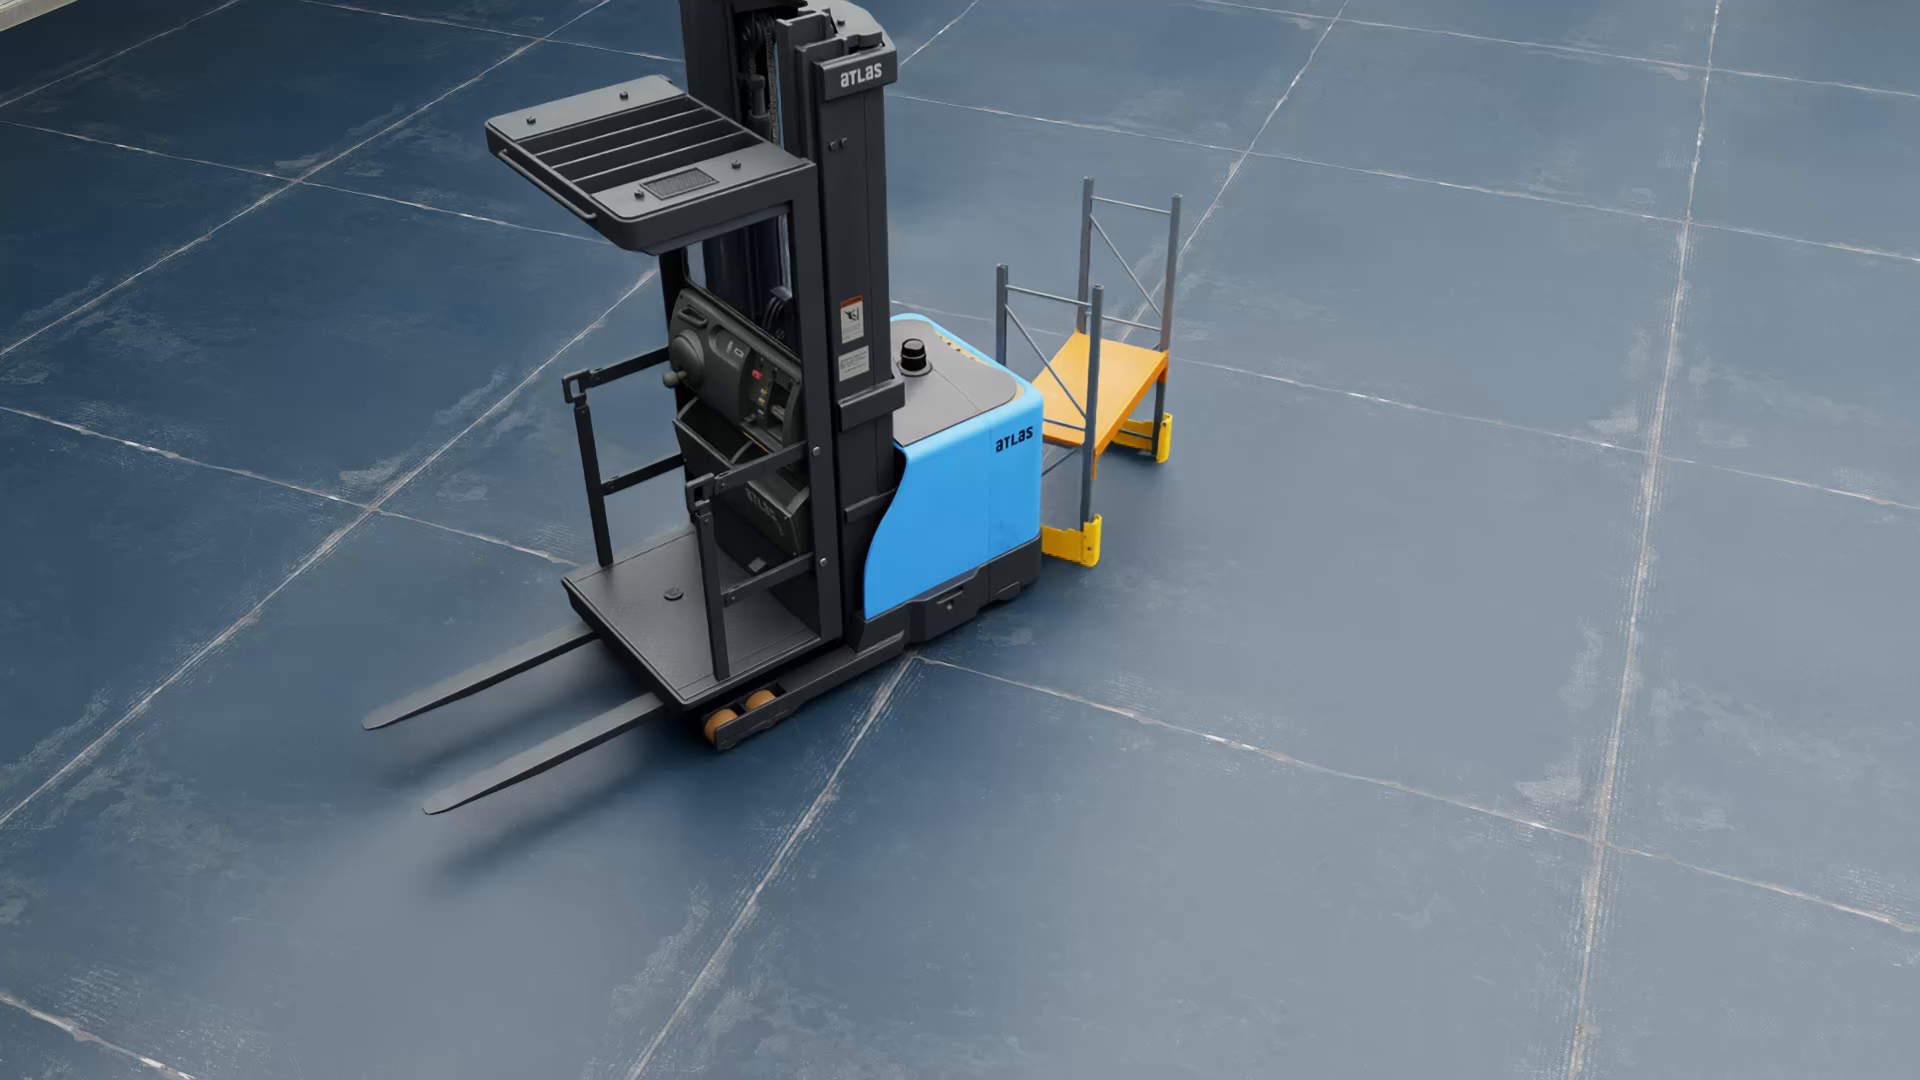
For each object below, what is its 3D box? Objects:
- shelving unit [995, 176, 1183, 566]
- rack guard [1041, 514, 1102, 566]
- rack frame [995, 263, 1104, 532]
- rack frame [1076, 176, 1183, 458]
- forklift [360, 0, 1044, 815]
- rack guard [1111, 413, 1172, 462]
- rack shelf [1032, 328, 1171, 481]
[{"bbox_3d":[0.618,-0.837,8.117,0.587,1.500,1.083,16,40,20],"label":"shelving unit"},{"bbox_3d":[0.403,-0.068,8.132,0.587,0.250,0.087,16,40,20],"label":"rack guard"},{"bbox_3d":[0.395,-0.558,7.744,0.500,1.500,0.032,16,40,20],"label":"rack frame"},{"bbox_3d":[0.835,-1.107,8.478,0.500,1.500,0.032,16,40,20],"label":"rack frame"},{"bbox_3d":[-1.084,-0.646,6.666,3.031,2.935,1.130,-25,44,-30],"label":"forklift"},{"bbox_3d":[0.834,-0.605,8.851,0.587,0.250,0.087,16,40,20],"label":"rack guard"},{"bbox_3d":[0.615,-0.688,8.218,0.538,0.185,1.000,16,40,20],"label":"rack shelf"}]
